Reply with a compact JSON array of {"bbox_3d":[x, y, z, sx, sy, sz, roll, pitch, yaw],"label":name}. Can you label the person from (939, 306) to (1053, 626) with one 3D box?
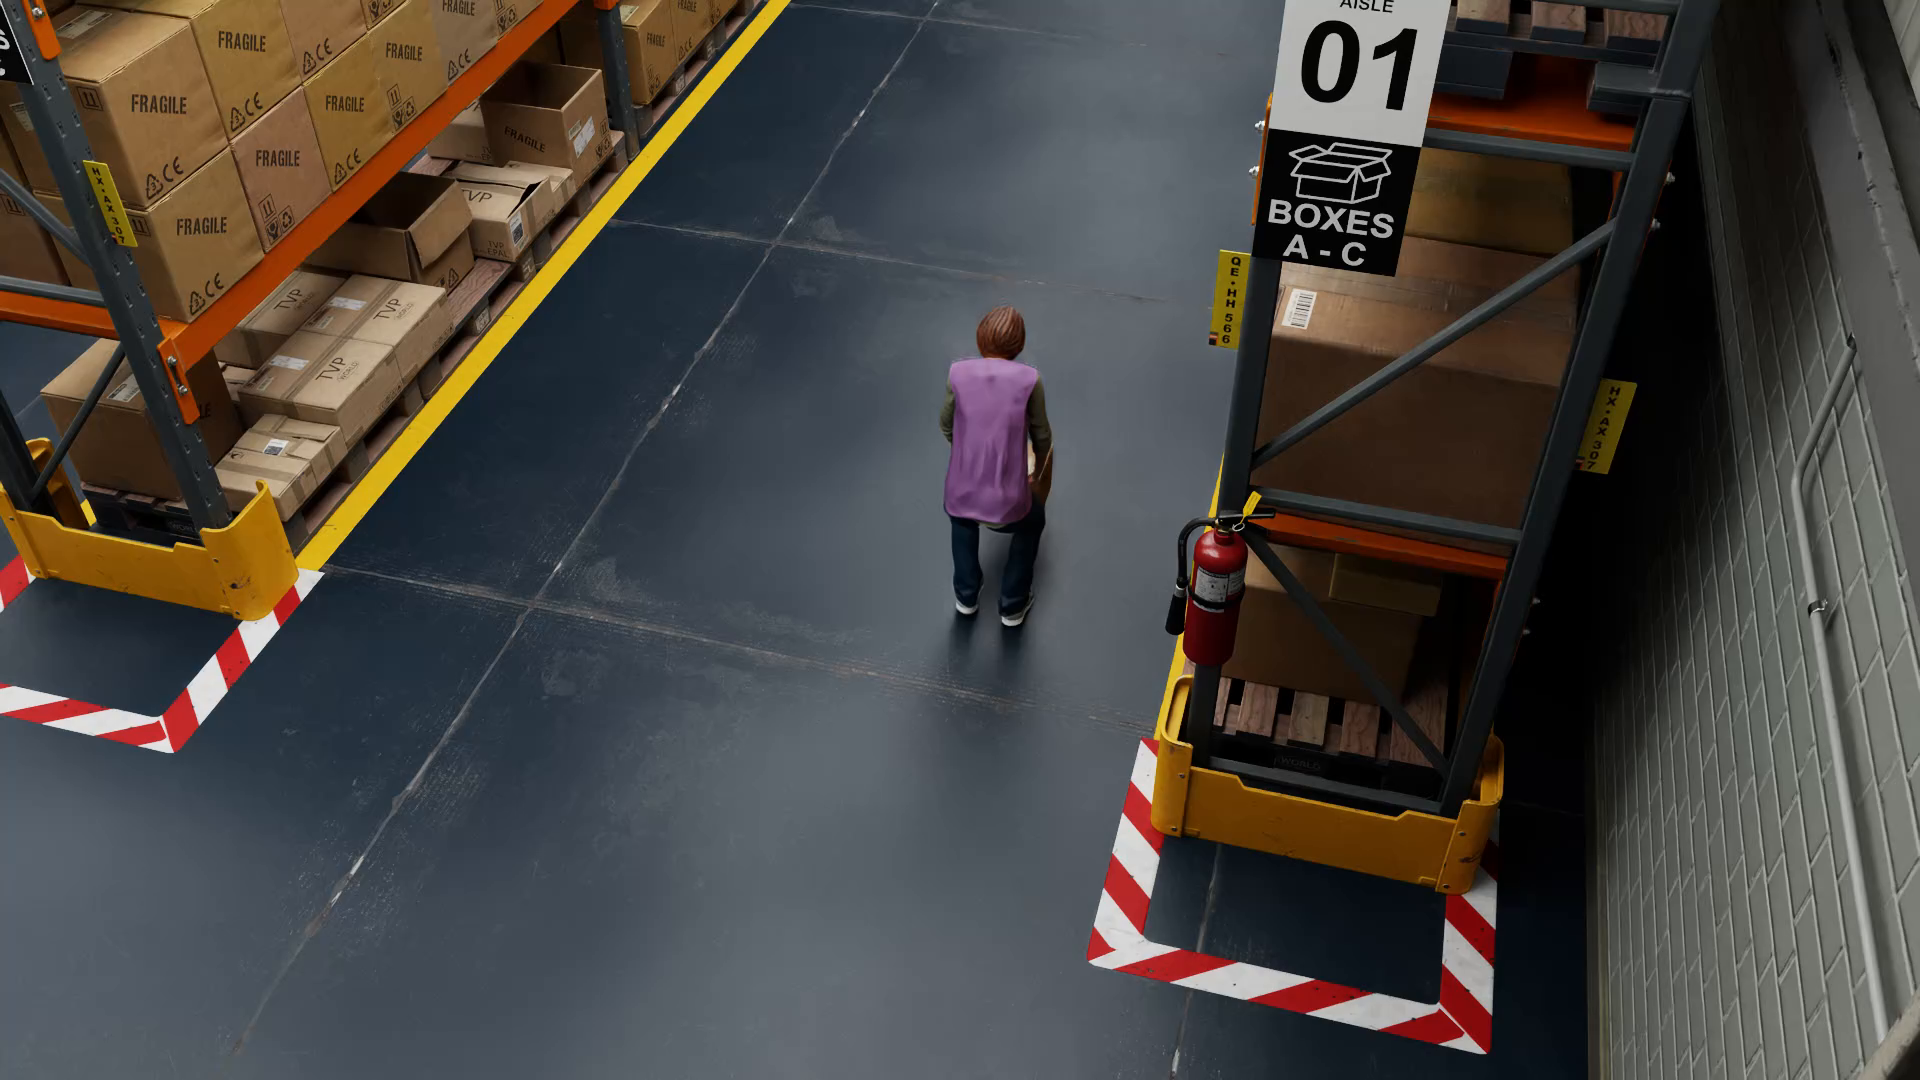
[{"bbox_3d":[0.115,-0.245,6.664,0.462,1.310,0.639,10,43,11],"label":"person"}]
